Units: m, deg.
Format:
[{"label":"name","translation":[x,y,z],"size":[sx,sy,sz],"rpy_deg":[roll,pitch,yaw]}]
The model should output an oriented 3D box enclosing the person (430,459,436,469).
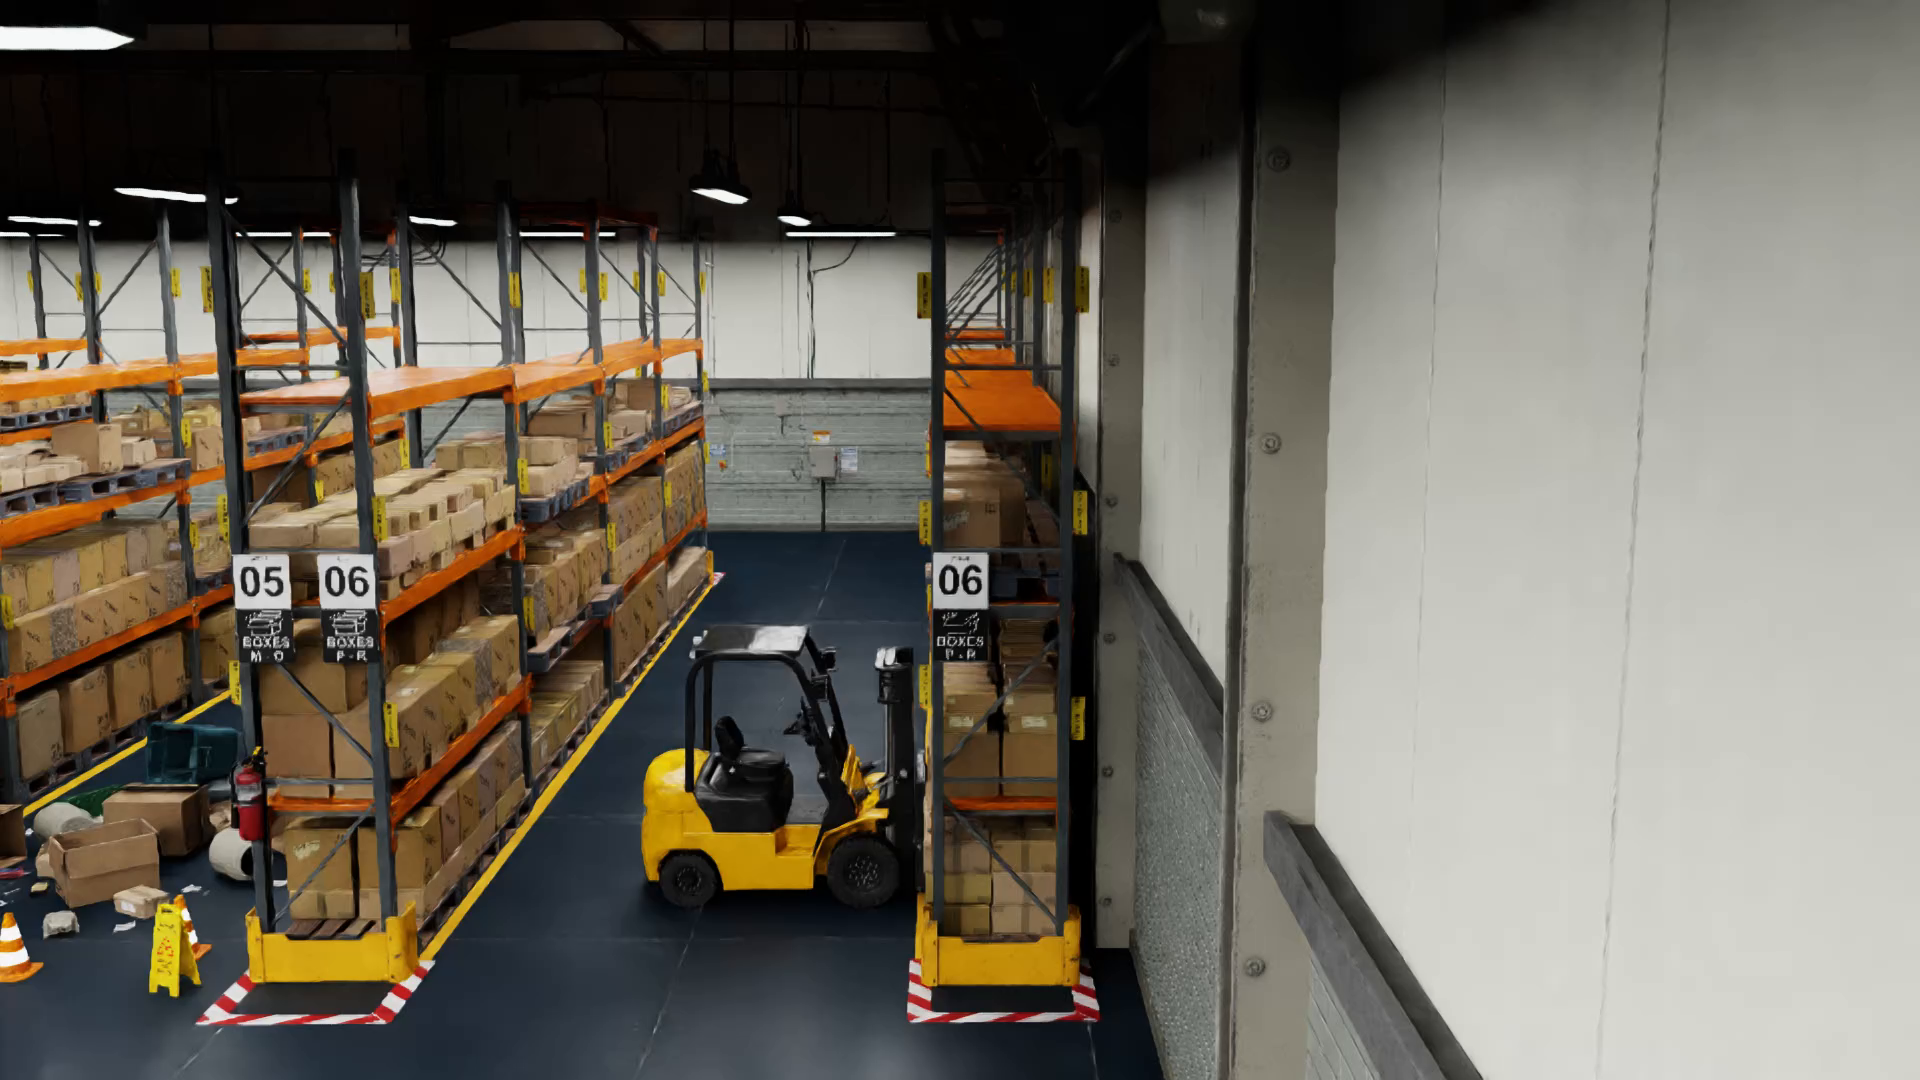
[{"label":"person","translation":[-10.075,-0.764,32.062],"size":[0.445,1.603,1.019],"rpy_deg":[1,9,9]}]
